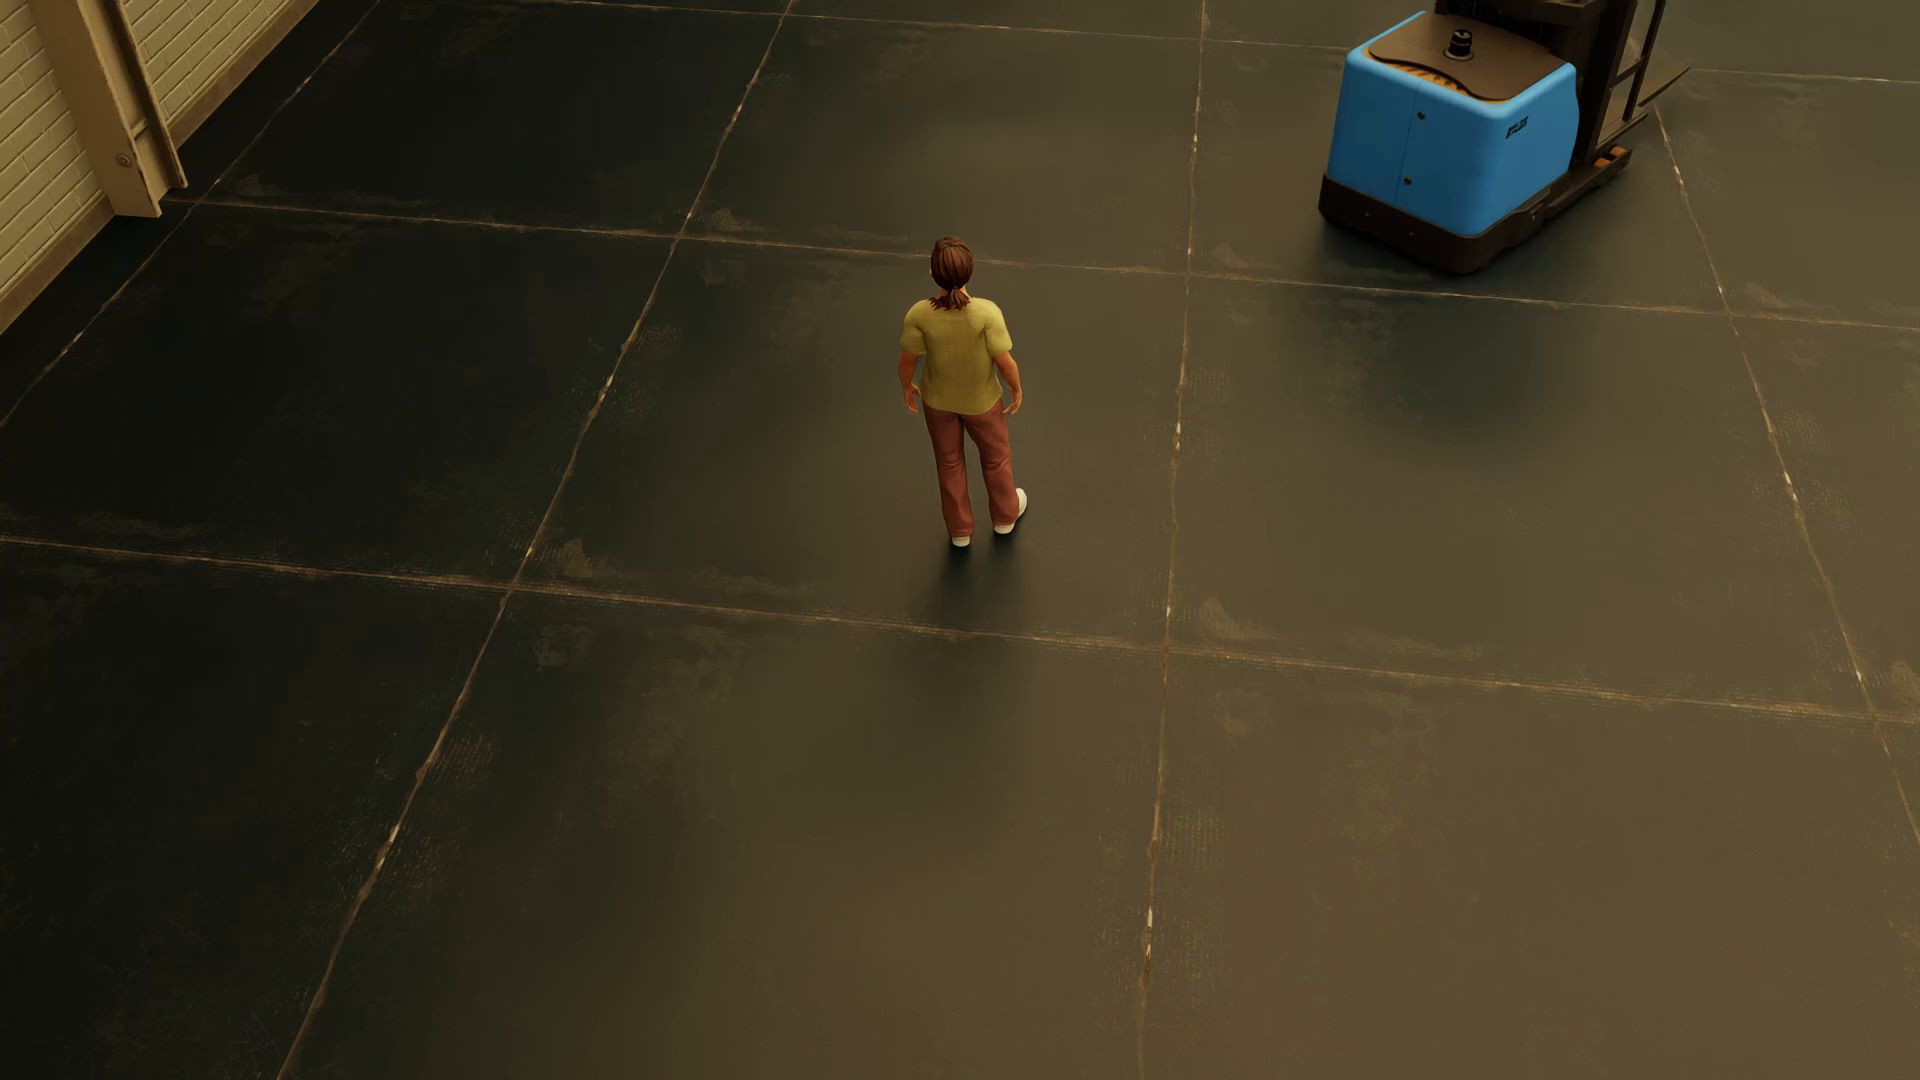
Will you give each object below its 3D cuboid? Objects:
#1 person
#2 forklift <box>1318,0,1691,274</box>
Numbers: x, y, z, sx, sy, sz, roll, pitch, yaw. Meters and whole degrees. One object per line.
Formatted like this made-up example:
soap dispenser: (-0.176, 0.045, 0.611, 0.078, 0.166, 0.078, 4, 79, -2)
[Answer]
person: (0.022, -0.671, 7.372, 0.553, 1.673, 0.548, 5, 43, 6)
forklift: (3.531, -3.486, 9.519, 1.130, 2.935, 3.031, 34, 52, 31)
